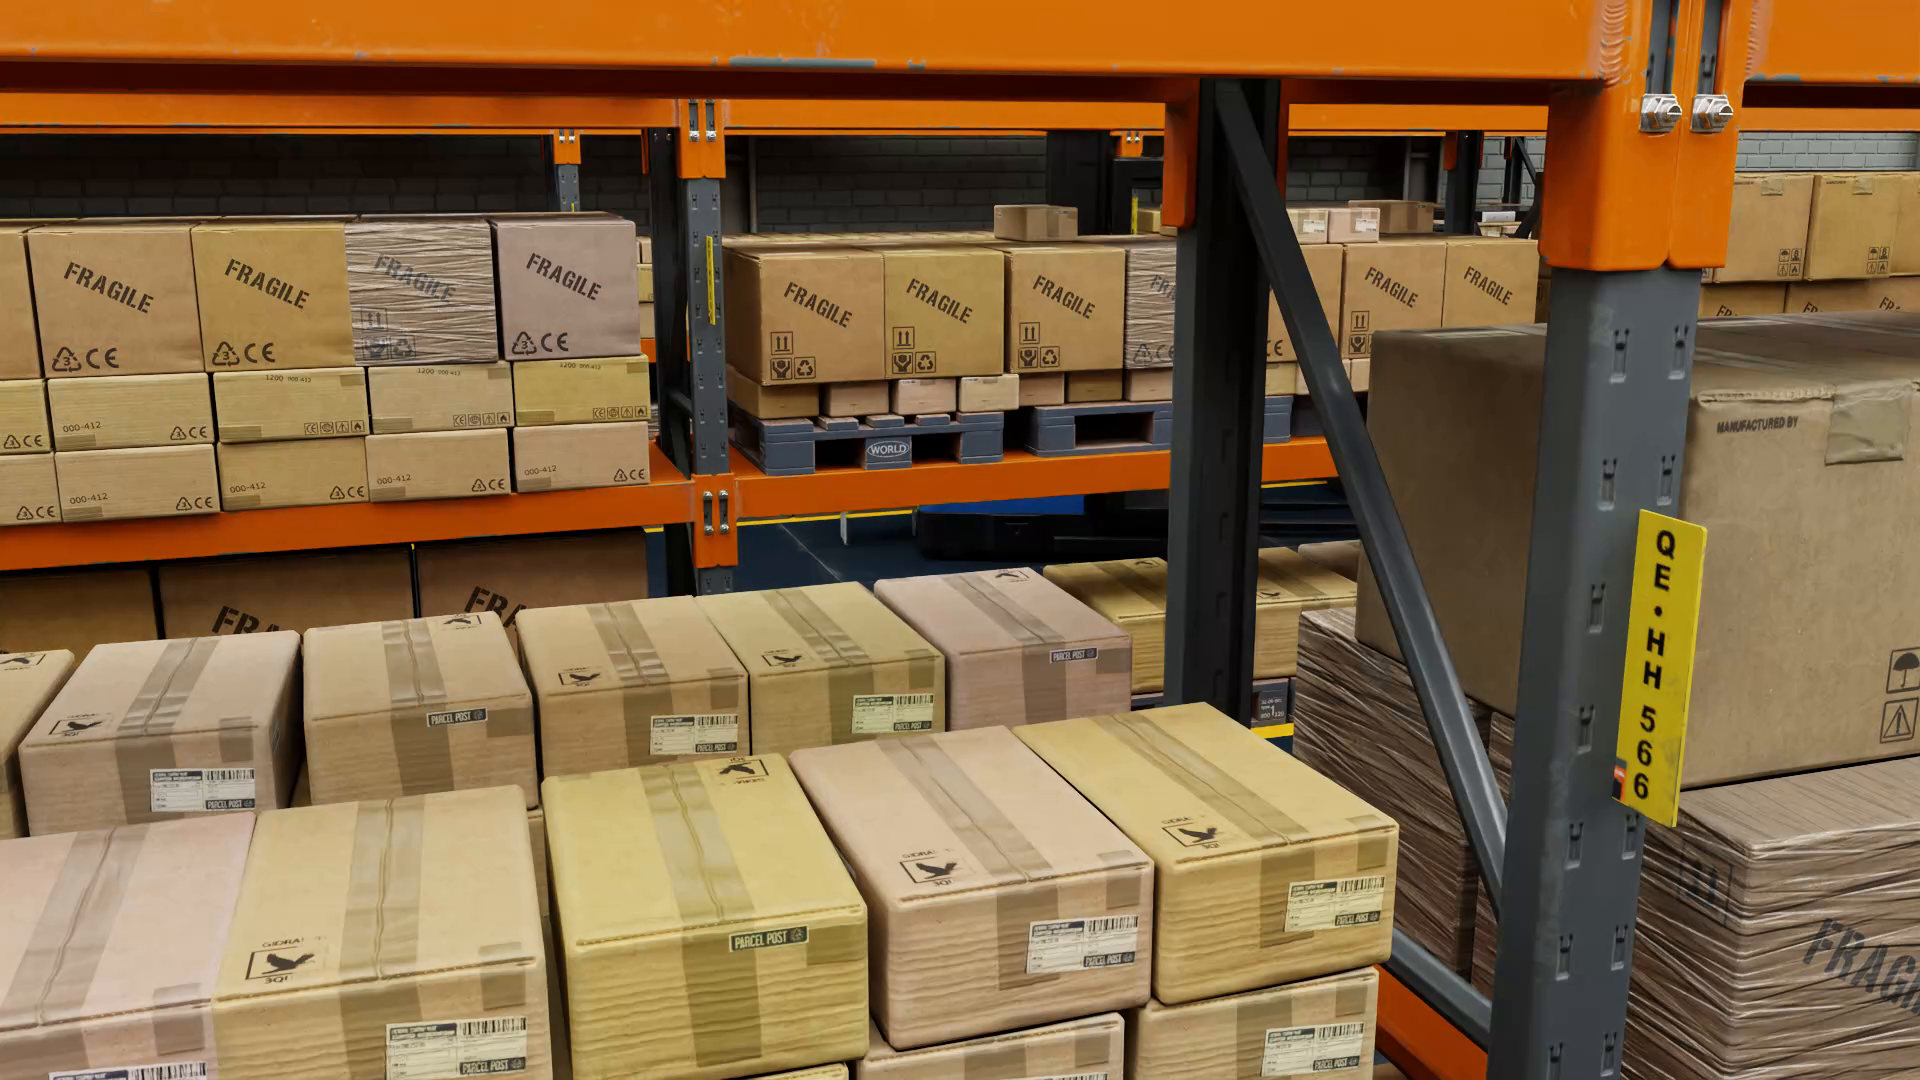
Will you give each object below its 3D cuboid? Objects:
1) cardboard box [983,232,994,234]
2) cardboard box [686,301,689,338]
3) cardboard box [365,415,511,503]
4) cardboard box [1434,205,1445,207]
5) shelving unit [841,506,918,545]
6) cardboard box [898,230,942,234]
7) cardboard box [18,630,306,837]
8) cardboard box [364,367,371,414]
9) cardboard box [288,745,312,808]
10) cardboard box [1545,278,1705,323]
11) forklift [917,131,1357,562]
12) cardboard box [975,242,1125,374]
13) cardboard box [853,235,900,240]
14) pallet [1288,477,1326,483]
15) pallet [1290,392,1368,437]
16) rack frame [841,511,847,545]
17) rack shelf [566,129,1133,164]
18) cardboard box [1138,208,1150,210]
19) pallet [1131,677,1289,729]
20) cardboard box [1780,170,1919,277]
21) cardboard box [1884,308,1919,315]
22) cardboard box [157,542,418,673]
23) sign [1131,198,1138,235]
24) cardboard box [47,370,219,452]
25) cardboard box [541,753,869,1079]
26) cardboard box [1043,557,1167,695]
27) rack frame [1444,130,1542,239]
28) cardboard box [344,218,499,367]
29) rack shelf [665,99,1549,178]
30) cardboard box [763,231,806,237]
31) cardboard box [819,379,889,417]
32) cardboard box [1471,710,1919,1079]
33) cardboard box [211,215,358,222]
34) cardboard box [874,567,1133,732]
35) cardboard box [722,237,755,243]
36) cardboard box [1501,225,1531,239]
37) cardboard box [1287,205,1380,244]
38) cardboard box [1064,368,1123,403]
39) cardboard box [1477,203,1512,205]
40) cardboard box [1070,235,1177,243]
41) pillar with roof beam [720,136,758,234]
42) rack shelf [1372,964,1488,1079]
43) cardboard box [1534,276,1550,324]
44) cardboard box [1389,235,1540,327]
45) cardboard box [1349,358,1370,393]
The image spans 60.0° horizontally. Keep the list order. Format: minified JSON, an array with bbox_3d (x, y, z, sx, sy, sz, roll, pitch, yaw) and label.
[{"bbox_3d":[0.343,-2.181,12.210,0.250,0.149,0.380,-4,14,-18],"label":"cardboard box"},{"bbox_3d":[-1.730,-1.567,11.572,0.500,0.250,0.500,-5,14,-19],"label":"cardboard box"},{"bbox_3d":[-1.996,-0.328,6.363,0.500,0.250,0.500,-4,14,-17],"label":"cardboard box"},{"bbox_3d":[3.880,-2.599,13.326,0.250,0.149,0.380,-4,14,-18],"label":"cardboard box"},{"bbox_3d":[-0.535,-0.585,11.011,0.503,1.200,0.258,-2,14,-9],"label":"shelving unit"},{"bbox_3d":[-0.305,-2.242,12.470,0.250,0.149,0.380,-4,14,-18],"label":"cardboard box"},{"bbox_3d":[-0.941,0.239,2.004,0.250,0.149,0.380,-4,14,-15],"label":"cardboard box"},{"bbox_3d":[-2.170,-0.685,6.786,0.500,0.250,0.500,-4,14,-17],"label":"cardboard box"},{"bbox_3d":[-0.715,0.366,2.113,0.250,0.149,0.380,-4,14,-18],"label":"cardboard box"},{"bbox_3d":[3.176,-0.996,7.990,0.500,0.500,0.500,-4,14,-18],"label":"cardboard box"},{"bbox_3d":[1.256,-1.400,10.694,3.031,2.935,1.130,1,13,2],"label":"forklift"},{"bbox_3d":[0.373,-0.997,7.086,0.500,0.500,0.500,-4,14,-17],"label":"cardboard box"},{"bbox_3d":[-0.597,-2.073,11.757,0.250,0.149,0.380,-5,14,-20],"label":"cardboard box"},{"bbox_3d":[3.009,-0.704,13.645,1.213,0.211,1.003,-4,14,-18],"label":"pallet"},{"bbox_3d":[1.900,-0.714,8.075,1.213,0.211,1.003,-4,14,-18],"label":"pallet"},{"bbox_3d":[-0.775,-0.576,10.971,0.015,1.200,0.240,-2,14,-9],"label":"rack frame"},{"bbox_3d":[-0.812,-2.882,11.847,4.000,0.370,1.077,-4,14,-18],"label":"rack shelf"},{"bbox_3d":[1.290,-2.519,12.988,0.250,0.149,0.380,-4,14,-18],"label":"cardboard box"},{"bbox_3d":[0.775,0.674,7.854,1.213,0.211,1.003,-4,14,-18],"label":"pallet"},{"bbox_3d":[4.597,-1.619,8.446,0.500,0.500,0.700,-5,14,-18],"label":"cardboard box"},{"bbox_3d":[1.947,-0.100,2.704,0.500,0.500,0.700,-5,14,-19],"label":"cardboard box"},{"bbox_3d":[-2.648,0.391,6.702,0.875,0.875,0.875,-4,14,-17],"label":"cardboard box"},{"bbox_3d":[1.266,-2.326,12.110,0.005,0.325,0.100,-4,14,-18],"label":"sign"},{"bbox_3d":[-2.954,-0.496,5.988,0.500,0.250,0.500,-5,14,-20],"label":"cardboard box"},{"bbox_3d":[-0.251,0.345,1.562,0.250,0.149,0.380,-4,14,-16],"label":"cardboard box"},{"bbox_3d":[0.835,0.387,7.803,0.625,0.372,0.950,-4,14,-16],"label":"cardboard box"},{"bbox_3d":[2.671,-0.831,8.156,0.127,3.000,1.000,-4,14,-18],"label":"rack frame"},{"bbox_3d":[-2.011,-0.936,6.219,0.500,0.500,0.500,-4,14,-17],"label":"cardboard box"},{"bbox_3d":[0.775,-1.793,7.272,4.000,0.370,1.077,-4,14,-18],"label":"rack shelf"},{"bbox_3d":[-1.293,-2.179,12.204,0.250,0.149,0.380,-5,14,-19],"label":"cardboard box"},{"bbox_3d":[-0.475,-0.615,6.882,0.250,0.149,0.380,-5,14,-22],"label":"cardboard box"},{"bbox_3d":[1.066,0.519,2.261,0.500,0.500,0.500,-4,14,-17],"label":"cardboard box"},{"bbox_3d":[-2.628,-1.015,6.551,0.500,0.500,0.500,-4,14,-16],"label":"cardboard box"},{"bbox_3d":[0.050,0.162,2.328,0.250,0.149,0.380,-4,14,-18],"label":"cardboard box"},{"bbox_3d":[-1.580,-2.014,11.511,0.250,0.149,0.380,-4,14,-17],"label":"cardboard box"},{"bbox_3d":[4.403,-2.467,13.414,0.250,0.149,0.380,-4,14,-17],"label":"cardboard box"},{"bbox_3d":[1.656,-1.407,7.409,0.250,0.149,0.380,-5,14,-20],"label":"cardboard box"},{"bbox_3d":[0.526,-0.705,7.261,0.250,0.149,0.380,-4,14,-16],"label":"cardboard box"},{"bbox_3d":[4.489,-2.746,13.945,0.250,0.149,0.380,-5,14,-19],"label":"cardboard box"},{"bbox_3d":[0.704,-1.147,7.714,0.500,0.500,0.500,-5,14,-20],"label":"cardboard box"},{"bbox_3d":[-0.386,-3.893,8.063,0.400,9.000,9.100,-4,14,-18],"label":"pillar with roof beam"},{"bbox_3d":[2.449,0.744,3.086,4.000,0.370,1.077,-4,14,-18],"label":"rack shelf"},{"bbox_3d":[3.012,-1.112,8.477,0.500,0.500,0.500,-5,14,-20],"label":"cardboard box"},{"bbox_3d":[2.306,-1.145,7.707,0.500,0.500,0.500,-5,14,-19],"label":"cardboard box"},{"bbox_3d":[1.782,-0.773,7.544,0.250,0.149,0.380,-5,14,-19],"label":"cardboard box"}]
